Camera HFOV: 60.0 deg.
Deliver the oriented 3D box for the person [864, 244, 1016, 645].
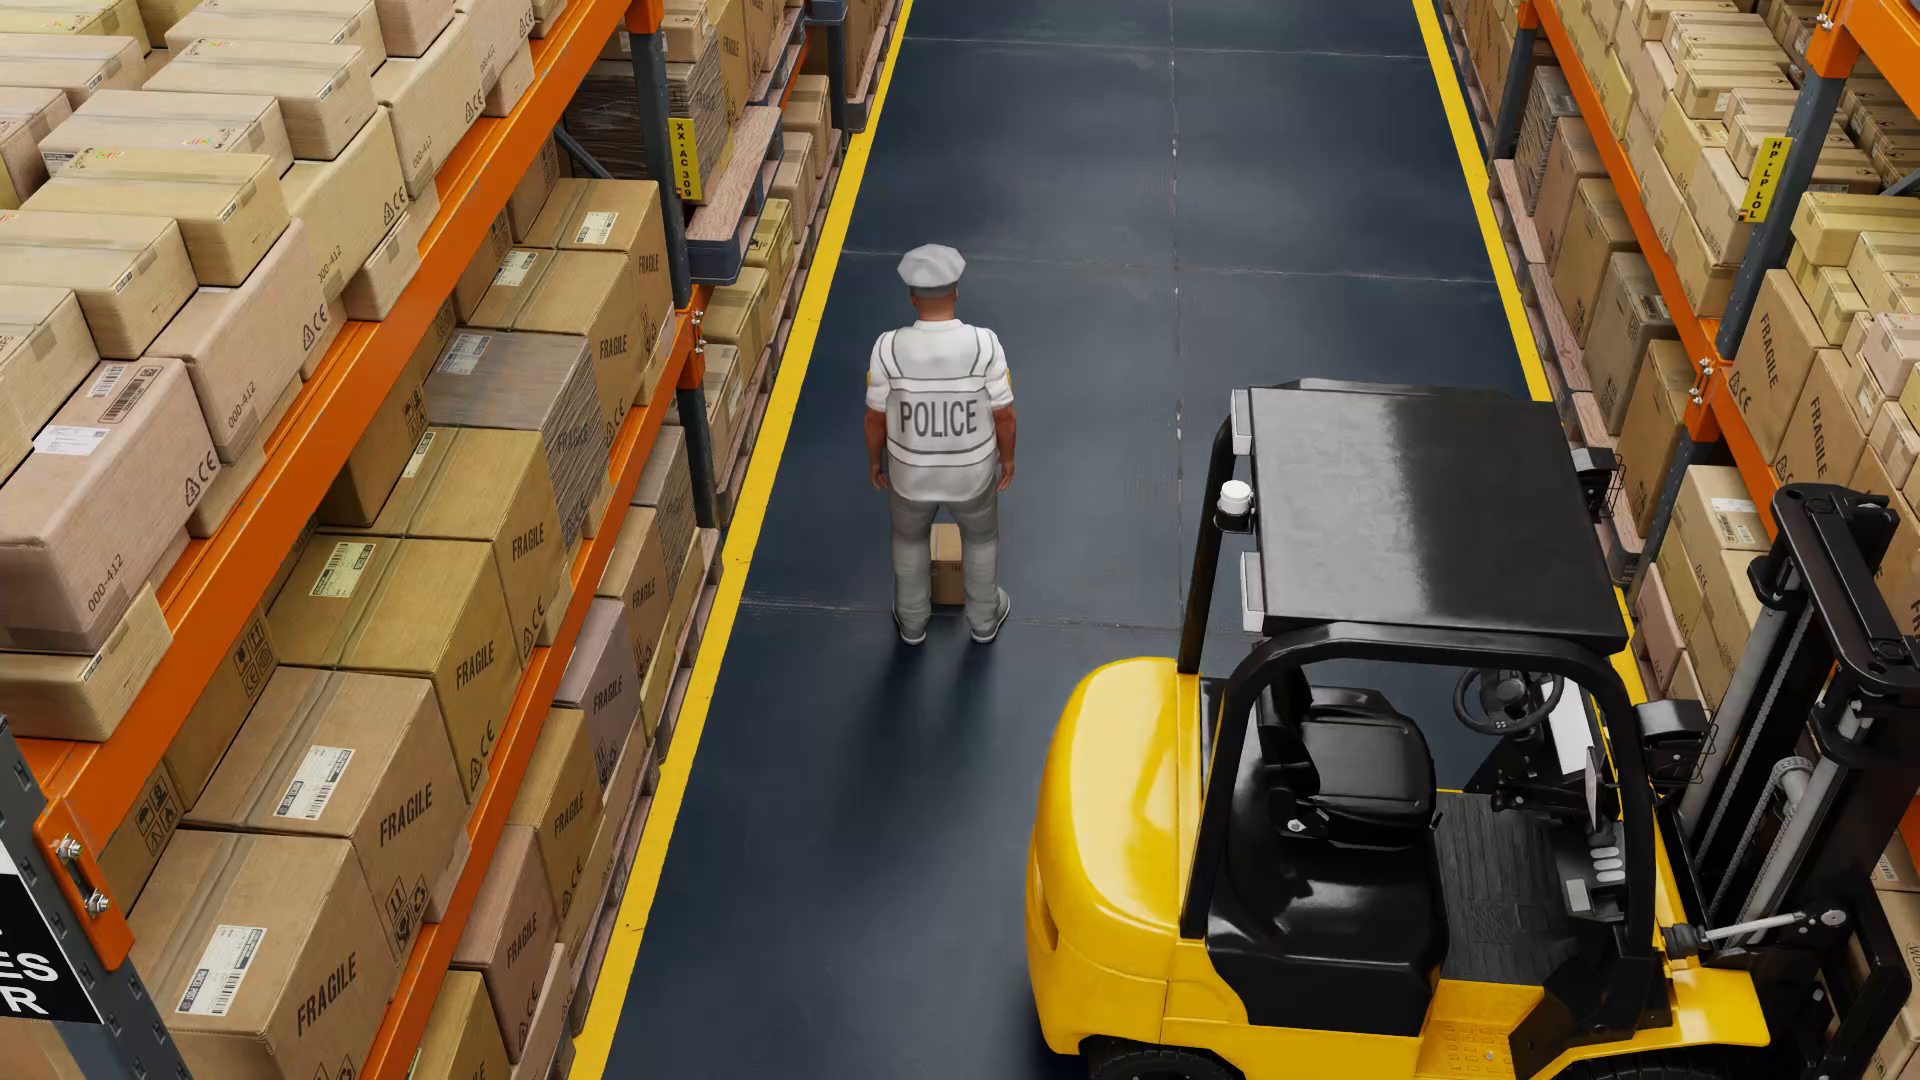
[{"bbox_3d":[-0.074,-0.295,6.504,0.584,1.747,0.438,0,40,0],"label":"person"}]
